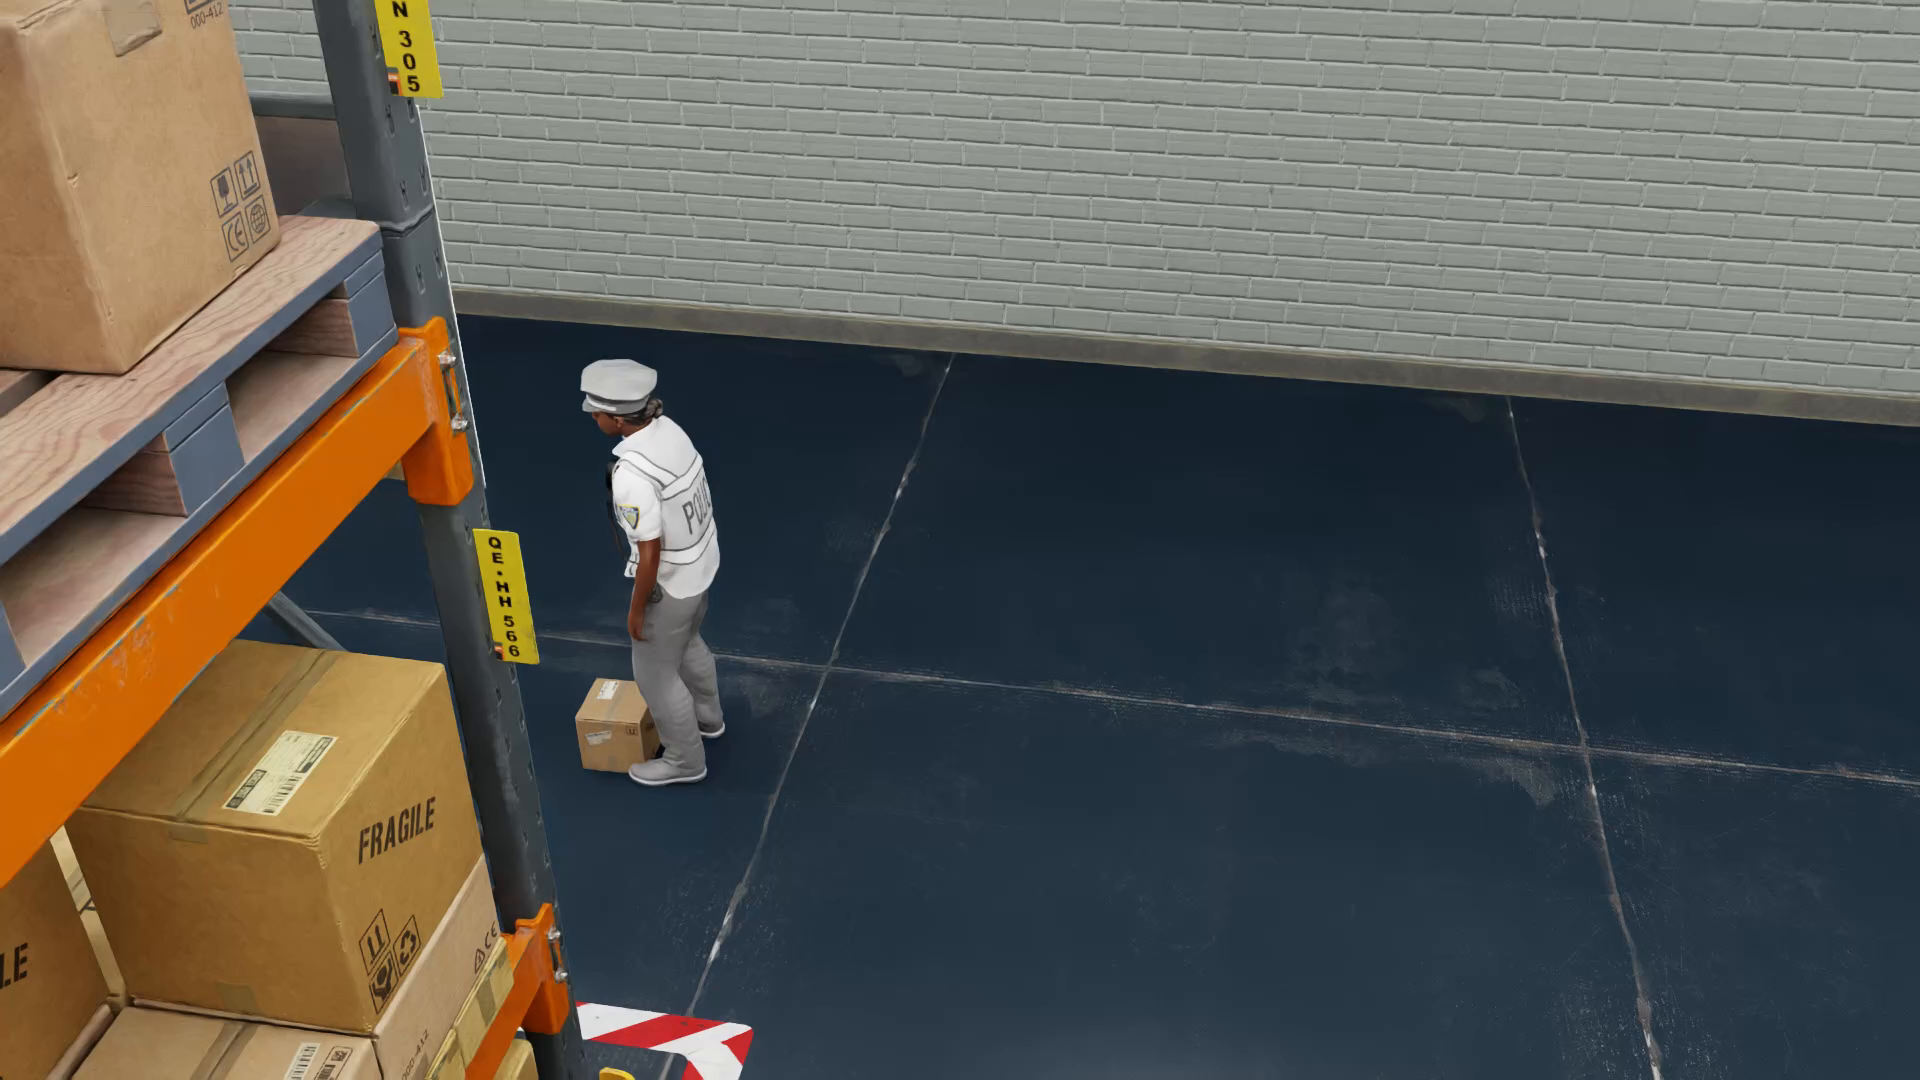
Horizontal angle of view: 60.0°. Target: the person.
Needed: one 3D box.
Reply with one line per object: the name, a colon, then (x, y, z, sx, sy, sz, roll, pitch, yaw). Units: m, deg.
person: (-1.061, 0.131, 5.933, 0.397, 1.658, 0.509, 5, 33, 8)
